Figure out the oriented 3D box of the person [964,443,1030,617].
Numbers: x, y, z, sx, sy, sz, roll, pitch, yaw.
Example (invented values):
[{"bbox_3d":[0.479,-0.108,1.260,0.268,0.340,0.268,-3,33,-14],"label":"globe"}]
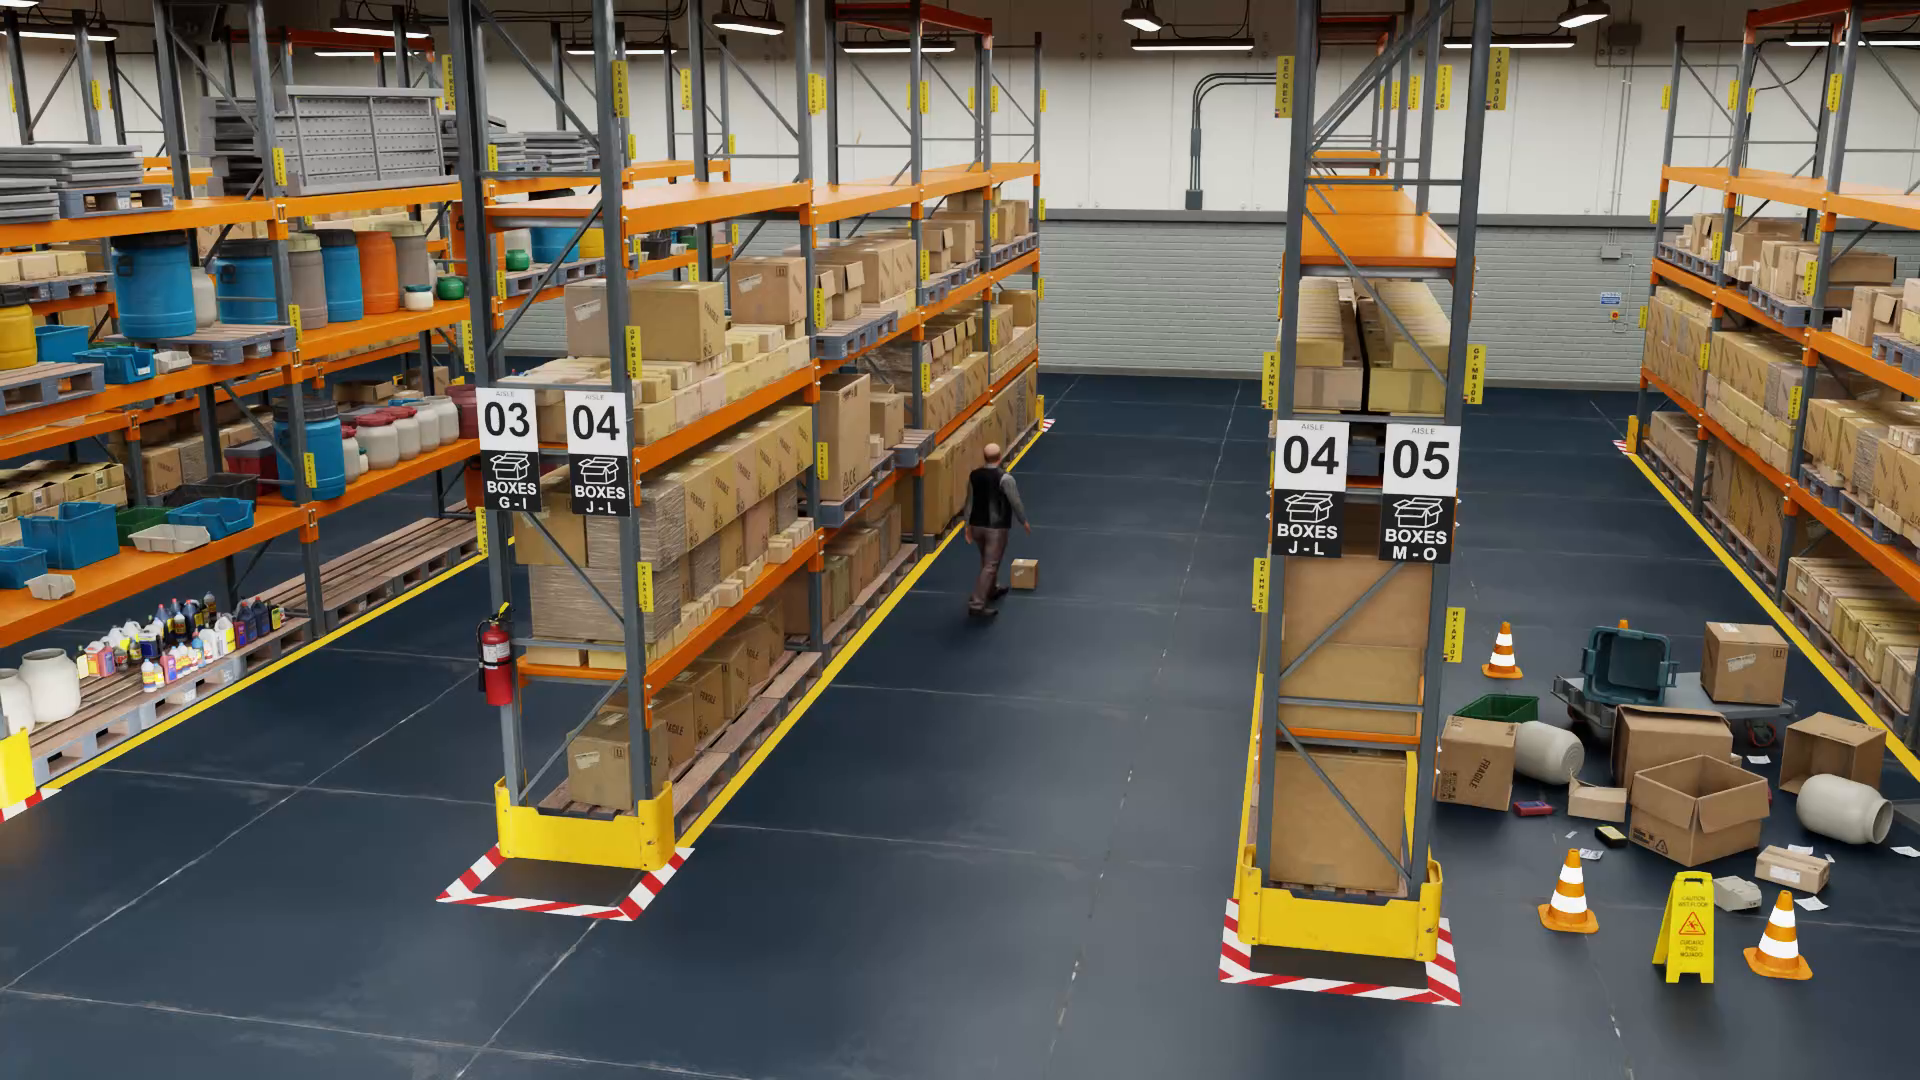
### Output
[{"bbox_3d":[0.335,-0.122,16.568,0.570,1.678,0.982,12,19,39],"label":"person"}]
